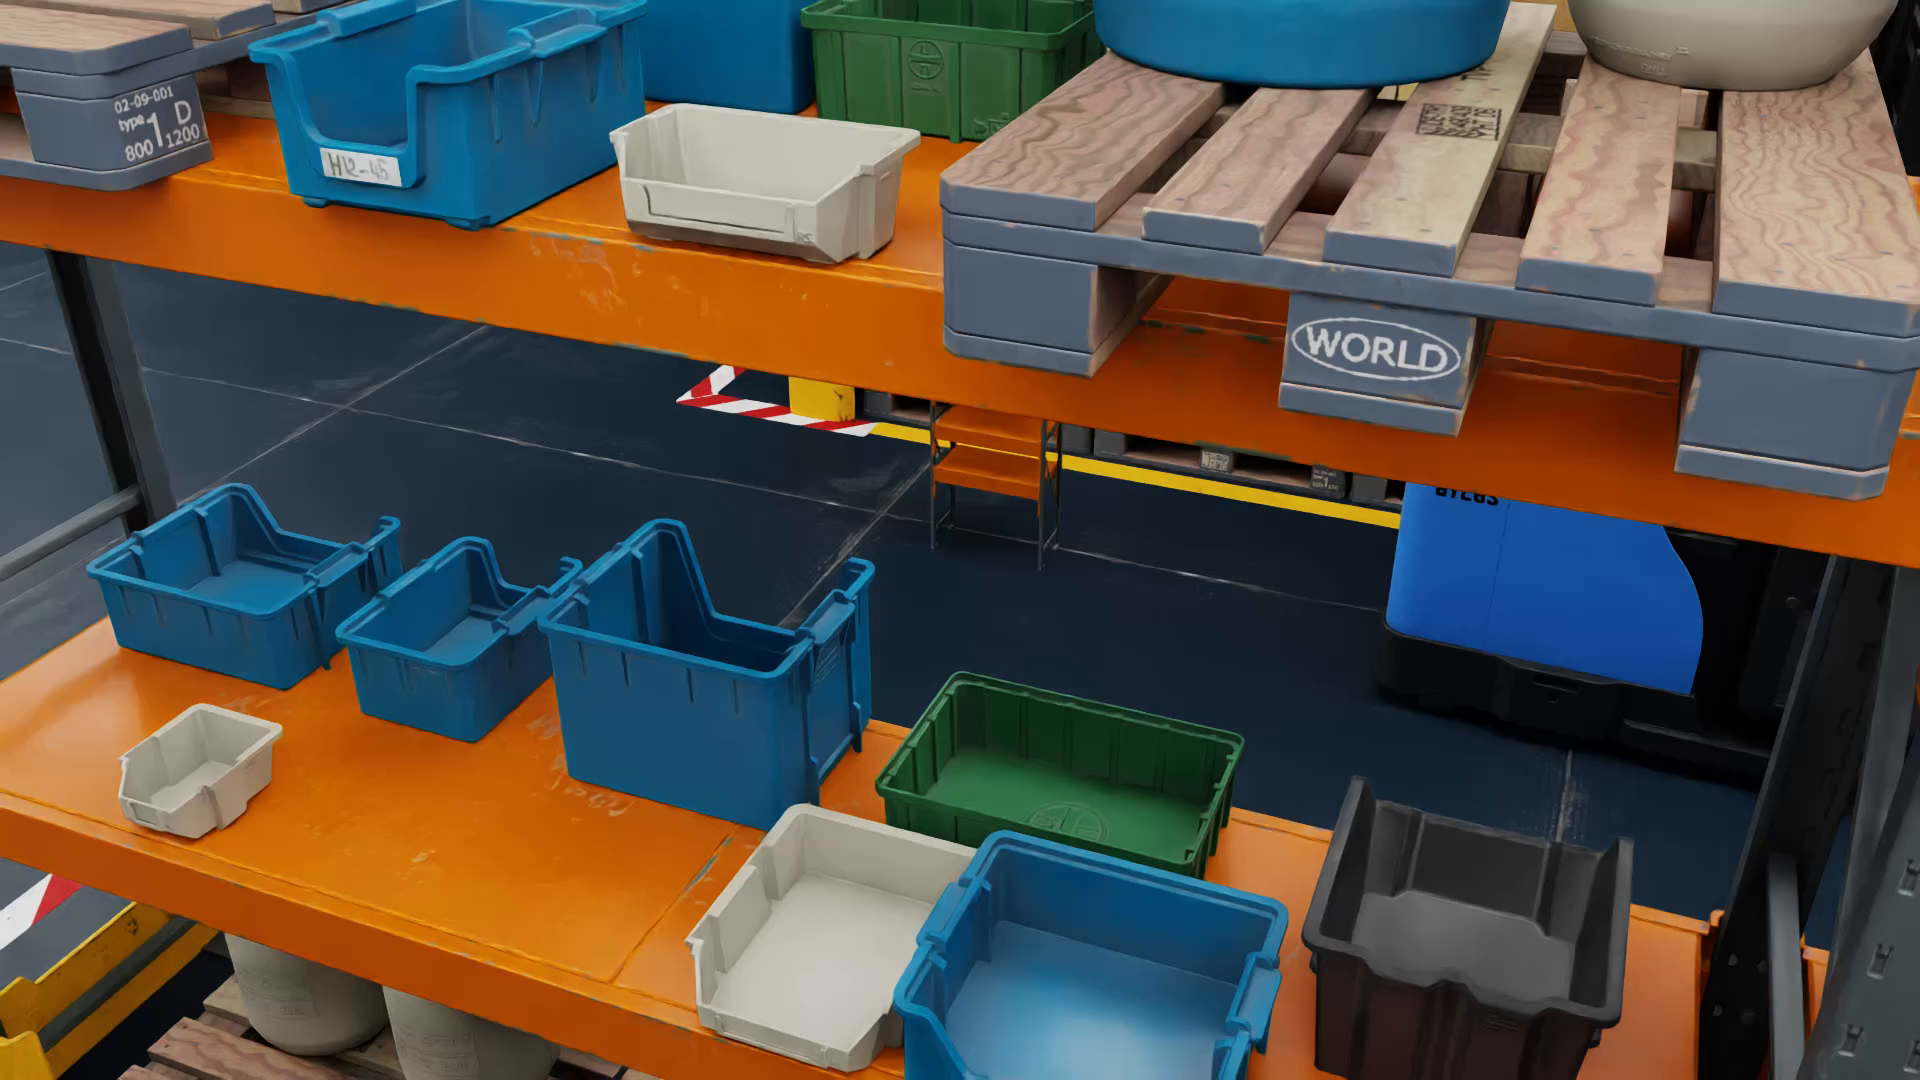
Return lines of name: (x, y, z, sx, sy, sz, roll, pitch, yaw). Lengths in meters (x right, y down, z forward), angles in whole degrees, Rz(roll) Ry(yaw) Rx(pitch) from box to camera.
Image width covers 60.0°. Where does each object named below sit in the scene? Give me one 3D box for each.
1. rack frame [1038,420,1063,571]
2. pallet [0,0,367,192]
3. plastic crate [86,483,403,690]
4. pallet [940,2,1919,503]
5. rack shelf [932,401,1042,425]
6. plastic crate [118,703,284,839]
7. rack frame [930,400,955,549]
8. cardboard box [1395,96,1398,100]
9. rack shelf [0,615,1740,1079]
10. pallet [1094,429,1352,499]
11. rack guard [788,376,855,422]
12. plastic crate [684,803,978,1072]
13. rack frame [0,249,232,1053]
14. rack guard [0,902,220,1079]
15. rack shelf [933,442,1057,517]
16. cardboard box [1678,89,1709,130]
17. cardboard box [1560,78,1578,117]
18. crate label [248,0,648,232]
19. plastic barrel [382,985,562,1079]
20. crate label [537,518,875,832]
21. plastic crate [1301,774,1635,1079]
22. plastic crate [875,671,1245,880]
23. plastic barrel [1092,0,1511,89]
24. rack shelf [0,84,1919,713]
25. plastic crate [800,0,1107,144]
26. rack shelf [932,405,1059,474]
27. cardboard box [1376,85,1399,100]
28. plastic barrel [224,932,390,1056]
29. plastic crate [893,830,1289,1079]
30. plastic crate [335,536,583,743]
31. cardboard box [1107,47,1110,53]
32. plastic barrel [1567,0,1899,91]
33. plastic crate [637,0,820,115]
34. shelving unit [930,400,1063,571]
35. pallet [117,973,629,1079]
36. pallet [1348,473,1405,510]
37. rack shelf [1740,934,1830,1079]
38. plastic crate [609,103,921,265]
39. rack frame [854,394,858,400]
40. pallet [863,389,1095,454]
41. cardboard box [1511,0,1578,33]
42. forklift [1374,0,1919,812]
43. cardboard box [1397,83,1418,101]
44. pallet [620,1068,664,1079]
rack frame: (0.379, -0.447, 6.821, 0.015, 1.200, 0.240, 11, 31, 19)
pallet: (-1.613, -0.944, 3.016, 1.213, 0.211, 1.003, 11, 31, 19)
plastic crate: (-1.766, 0.103, 4.171, 0.616, 0.251, 0.499, 11, 31, 19)
pallet: (0.659, -0.491, 2.213, 1.003, 0.211, 1.213, 11, 31, 19)
rack shelf: (0.153, -0.628, 6.824, 0.480, 0.148, 0.258, 11, 31, 19)
plastic crate: (-1.634, 0.509, 3.569, 0.250, 0.136, 0.298, 11, 31, 19)
rack frame: (-0.073, -0.537, 6.980, 0.015, 1.200, 0.240, 11, 31, 19)
cardboard box: (1.862, -1.748, 7.193, 0.500, 0.500, 0.700, 12, 32, 20)
rack shelf: (-0.489, 0.765, 3.579, 4.000, 0.370, 1.077, 11, 31, 19)
pallet: (1.374, -0.613, 8.120, 1.213, 0.211, 1.003, 11, 31, 19)
rack guard: (-0.499, -1.092, 8.674, 0.348, 0.500, 1.175, 11, 31, 19)
plastic crate: (-0.236, 0.752, 3.140, 0.437, 0.136, 0.530, 11, 31, 19)
rack frame: (-2.342, 0.082, 4.057, 0.127, 3.000, 1.000, 11, 31, 19)
rack guard: (-2.254, 1.163, 4.685, 0.348, 0.500, 1.175, 11, 31, 19)
rack shelf: (0.153, -0.260, 7.031, 0.480, 0.148, 0.258, 11, 31, 19)
cardboard box: (2.897, -1.715, 6.474, 0.250, 0.149, 0.380, 11, 31, 19)
cardboard box: (2.425, -1.809, 6.640, 0.250, 0.149, 0.380, 10, 31, 18)
crate label: (-0.732, -0.662, 2.476, 0.408, 0.251, 0.502, 11, 31, 19)
plastic barrel: (-1.239, 1.162, 4.248, 0.421, 0.512, 0.421, 0, 29, 0)
crate label: (-0.535, 0.284, 3.664, 0.616, 0.435, 0.502, 11, 31, 19)
plastic crate: (0.927, 0.694, 3.037, 0.504, 0.338, 0.767, 11, 31, 19)
plastic crate: (0.212, 0.534, 3.472, 0.662, 0.188, 0.450, 11, 31, 19)
plastic barrel: (0.482, -1.118, 2.195, 0.708, 0.901, 0.600, 11, 31, 19)
rack shelf: (-0.489, -0.541, 2.841, 4.000, 0.370, 1.077, 11, 31, 19)
plastic crate: (0.004, -0.808, 2.798, 0.450, 0.188, 0.336, 11, 31, 19)
rack shelf: (0.153, -0.433, 6.934, 0.480, 0.148, 0.258, 11, 31, 19)
cardboard box: (1.721, -1.950, 6.891, 0.250, 0.149, 0.380, 12, 32, 21)
plastic barrel: (-1.704, 1.069, 4.412, 0.421, 0.512, 0.421, 0, 29, 0)
plastic crate: (0.236, 0.806, 2.928, 0.616, 0.251, 0.499, 11, 31, 19)
plastic crate: (-1.167, 0.225, 3.954, 0.408, 0.251, 0.499, 11, 31, 19)
cardboard box: (0.763, -2.141, 7.229, 0.250, 0.149, 0.380, 10, 31, 17)
plastic barrel: (1.039, -0.885, 2.178, 0.421, 0.512, 0.421, 0, 29, 0)
plastic crate: (-0.462, -1.002, 2.941, 0.575, 0.384, 0.392, 11, 31, 19)
shelving unit: (0.153, -0.492, 6.901, 0.503, 1.200, 0.258, 11, 31, 19)
pallet: (-1.504, 1.441, 4.486, 1.213, 0.211, 1.003, 11, 31, 19)
pallet: (2.509, -0.388, 7.722, 1.213, 0.211, 1.003, 11, 31, 19)
rack shelf: (3.217, 1.505, 2.270, 4.000, 0.370, 1.077, 11, 31, 19)
plastic crate: (-0.275, -0.482, 2.274, 0.396, 0.136, 0.243, 11, 31, 19)
rack frame: (-0.477, -2.176, 8.052, 0.127, 3.000, 1.000, 11, 31, 19)
pallet: (0.248, -0.840, 8.521, 1.213, 0.211, 1.003, 11, 31, 19)
cardboard box: (2.348, -2.216, 6.703, 0.500, 0.500, 0.700, 11, 31, 19)
forklift: (3.112, -0.619, 5.366, 3.031, 2.935, 1.130, 12, 32, 20)
cardboard box: (1.955, -1.904, 6.809, 0.250, 0.149, 0.380, 11, 31, 19)
pallet: (-0.377, 1.668, 4.085, 1.213, 0.211, 1.003, 11, 31, 19)
